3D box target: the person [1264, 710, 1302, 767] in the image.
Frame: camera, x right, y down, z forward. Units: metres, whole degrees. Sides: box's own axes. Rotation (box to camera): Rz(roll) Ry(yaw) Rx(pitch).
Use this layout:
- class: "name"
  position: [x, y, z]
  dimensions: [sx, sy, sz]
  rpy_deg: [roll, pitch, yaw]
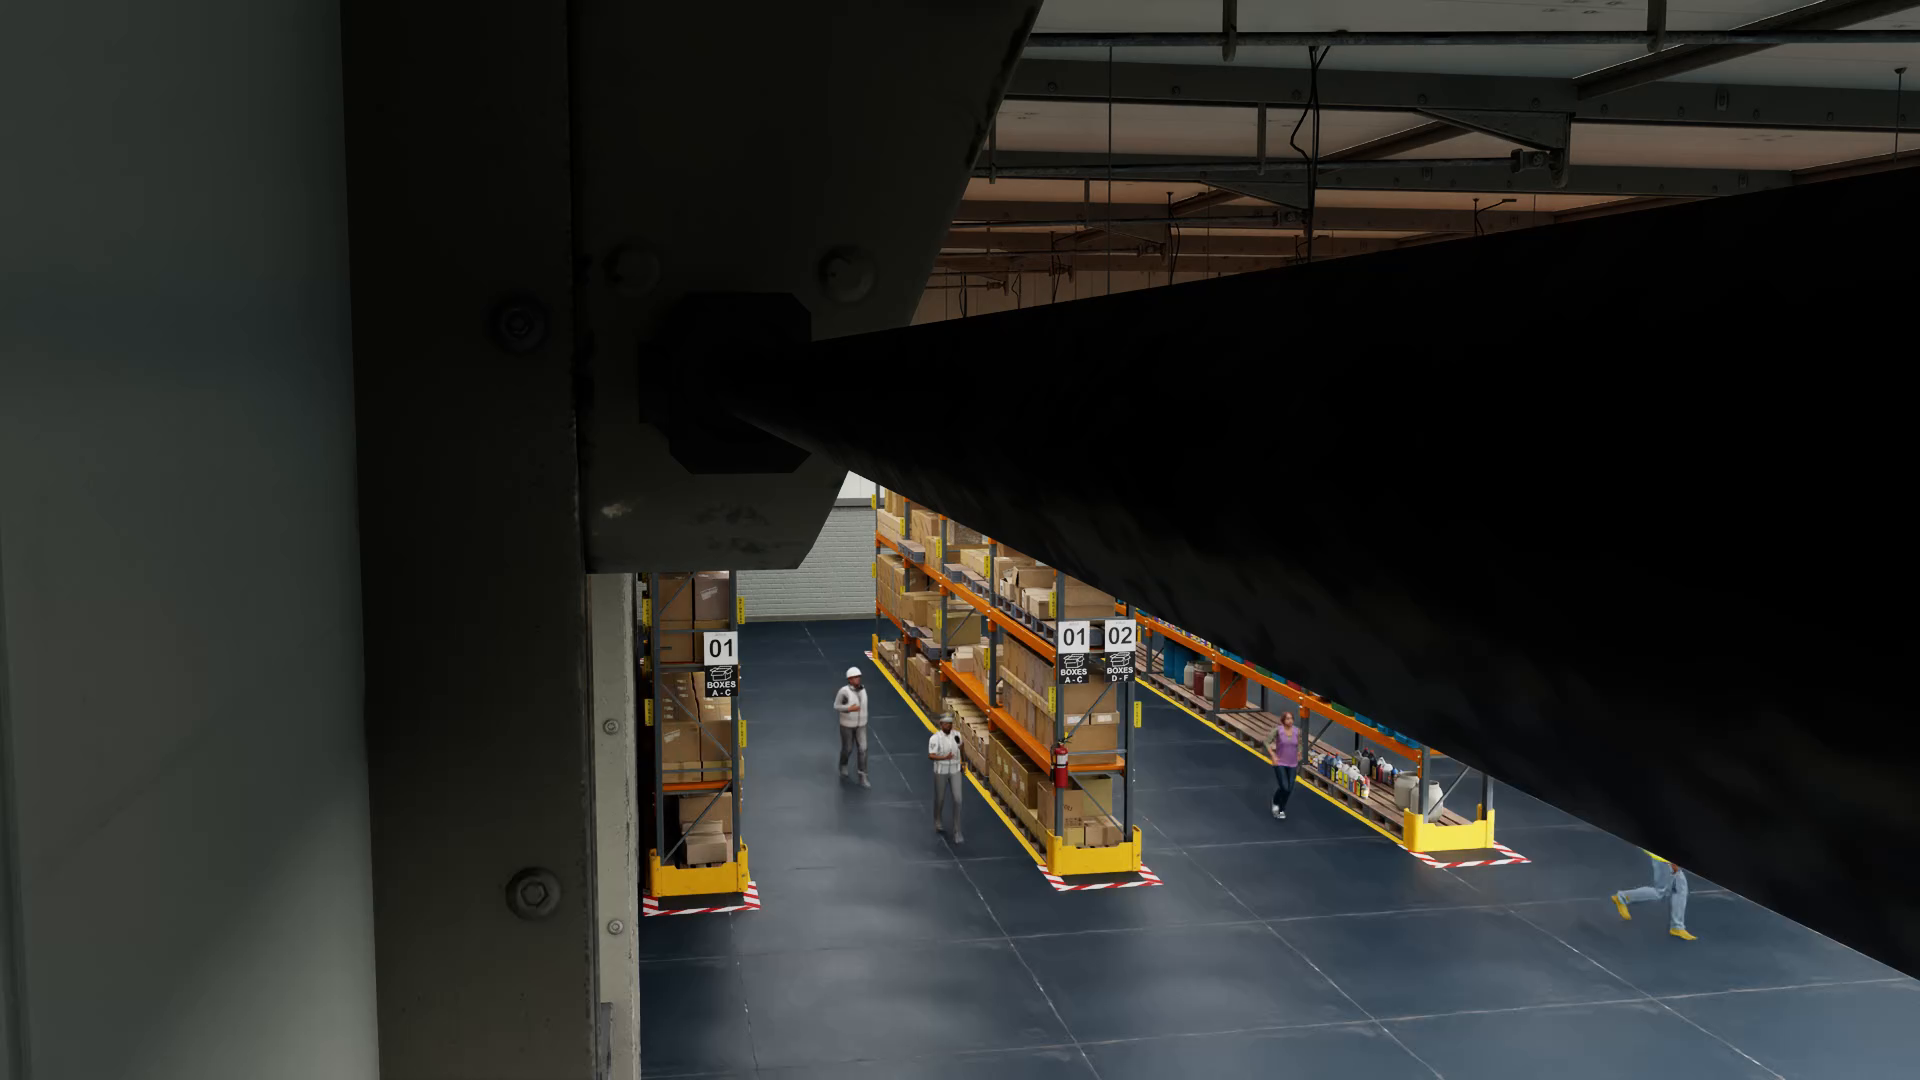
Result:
- class: "person"
  position: [4.565, 2.796, 23.194]
  dimensions: [0.511, 0.777, 0.513]
  rpy_deg: [-1, 6, -12]

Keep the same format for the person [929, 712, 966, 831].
- class: "person"
  position: [-0.168, 3.096, 22.489]
  dimensions: [0.545, 1.589, 0.764]
  rpy_deg: [-1, 6, -12]

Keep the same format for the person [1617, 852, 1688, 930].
- class: "person"
  position: [7.871, 3.554, 18.618]
  dimensions: [0.930, 1.613, 0.709]
  rpy_deg: [2, 6, 16]

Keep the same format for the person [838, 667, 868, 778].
- class: "person"
  position: [-1.670, 2.775, 25.486]
  dimensions: [0.447, 1.693, 0.739]
  rpy_deg: [-3, 7, -30]
